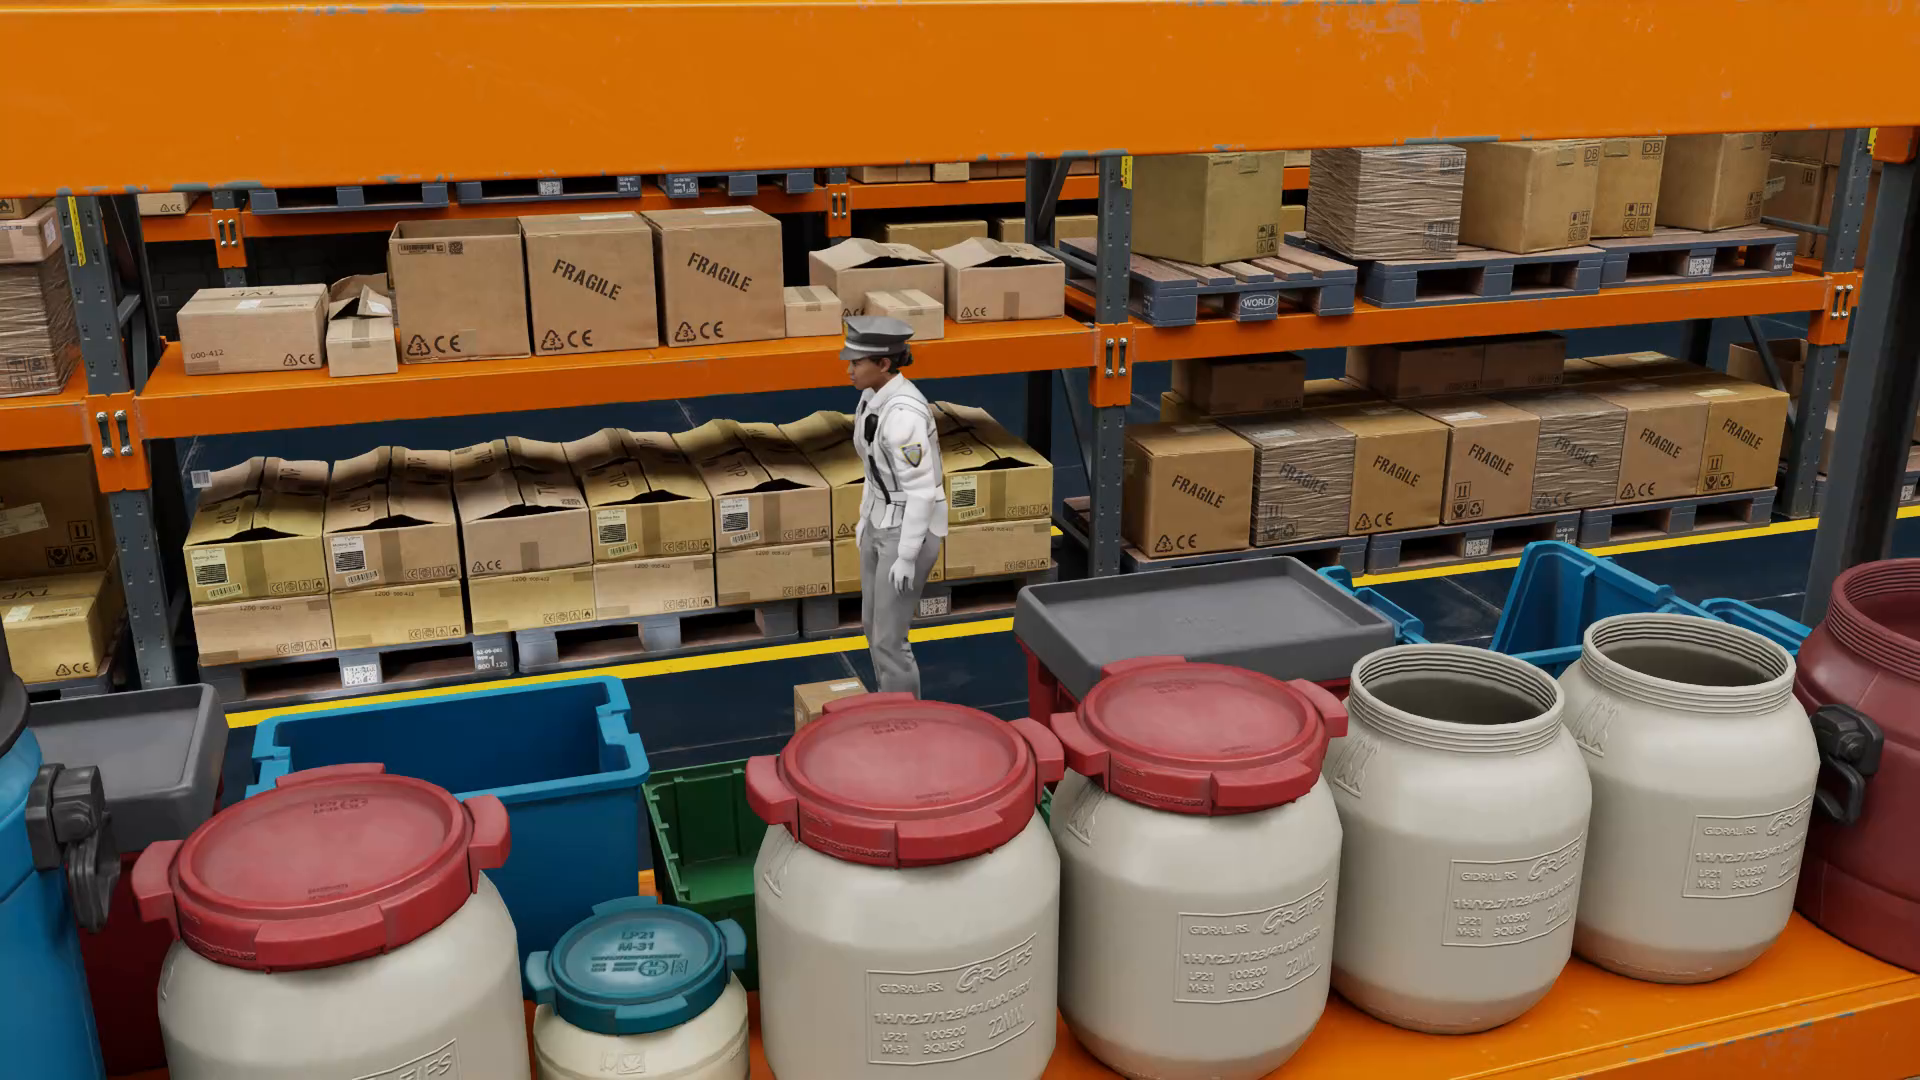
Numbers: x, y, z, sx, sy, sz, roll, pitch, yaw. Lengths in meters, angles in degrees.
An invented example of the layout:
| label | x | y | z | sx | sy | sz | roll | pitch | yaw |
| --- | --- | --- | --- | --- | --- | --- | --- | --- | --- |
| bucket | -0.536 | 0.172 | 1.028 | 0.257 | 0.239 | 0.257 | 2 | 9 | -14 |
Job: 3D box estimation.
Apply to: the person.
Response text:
| label | x | y | z | sx | sy | sz | roll | pitch | yaw |
| --- | --- | --- | --- | --- | --- | --- | --- | --- | --- |
| person | -0.258 | 0.001 | 6.061 | 0.405 | 1.663 | 0.538 | -7 | 20 | -18 |
